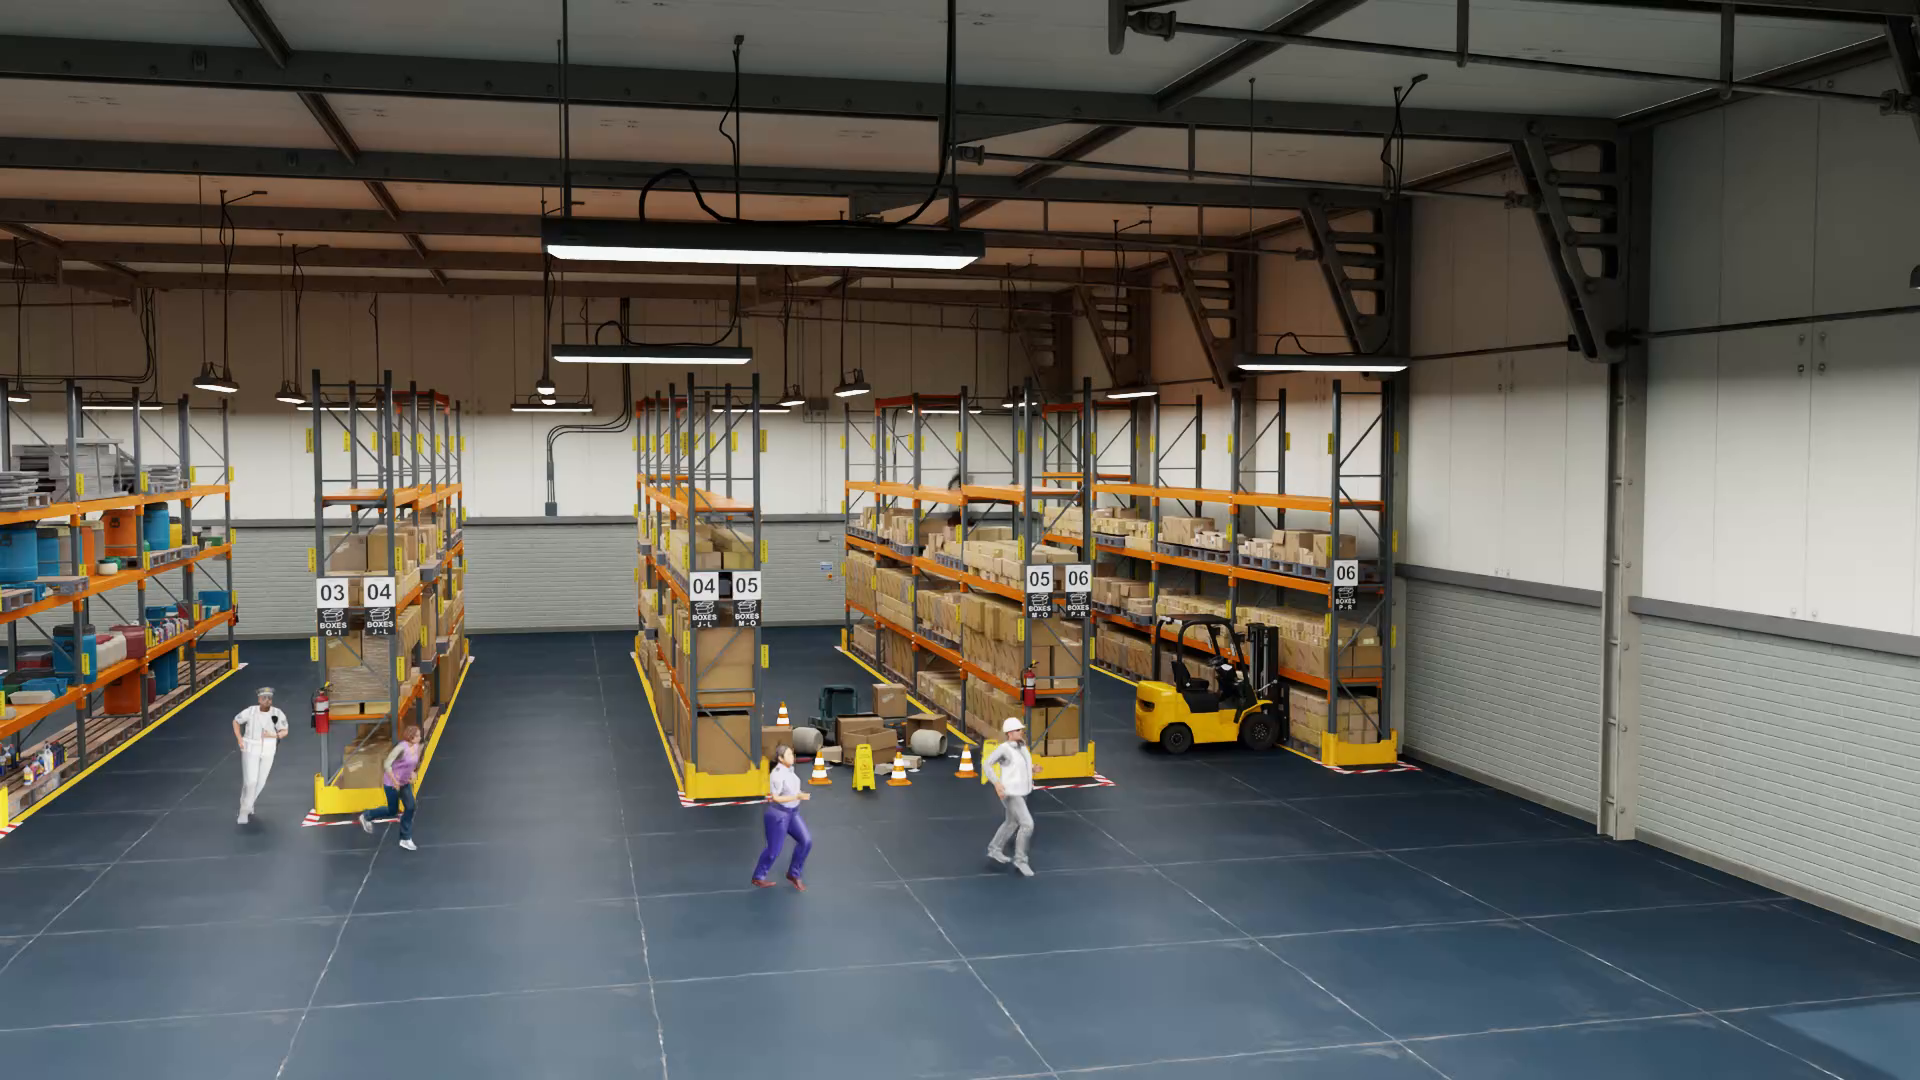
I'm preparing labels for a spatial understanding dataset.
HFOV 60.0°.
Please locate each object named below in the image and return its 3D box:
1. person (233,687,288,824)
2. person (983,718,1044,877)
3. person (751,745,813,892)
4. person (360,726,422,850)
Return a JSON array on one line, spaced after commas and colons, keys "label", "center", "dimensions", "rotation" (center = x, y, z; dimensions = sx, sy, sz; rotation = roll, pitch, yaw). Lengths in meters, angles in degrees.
[{"label": "person", "center": [-9.367, 2.866, 22.262], "dimensions": [0.671, 1.833, 0.685], "rotation": [-2, 4, -36]}, {"label": "person", "center": [0.632, 2.994, 19.460], "dimensions": [0.766, 1.834, 0.625], "rotation": [2, 4, 28]}, {"label": "person", "center": [-1.958, 3.121, 18.565], "dimensions": [0.748, 1.687, 0.554], "rotation": [1, 4, 23]}, {"label": "person", "center": [-7.077, 3.063, 20.697], "dimensions": [0.862, 1.548, 0.548], "rotation": [1, 3, 12]}]
